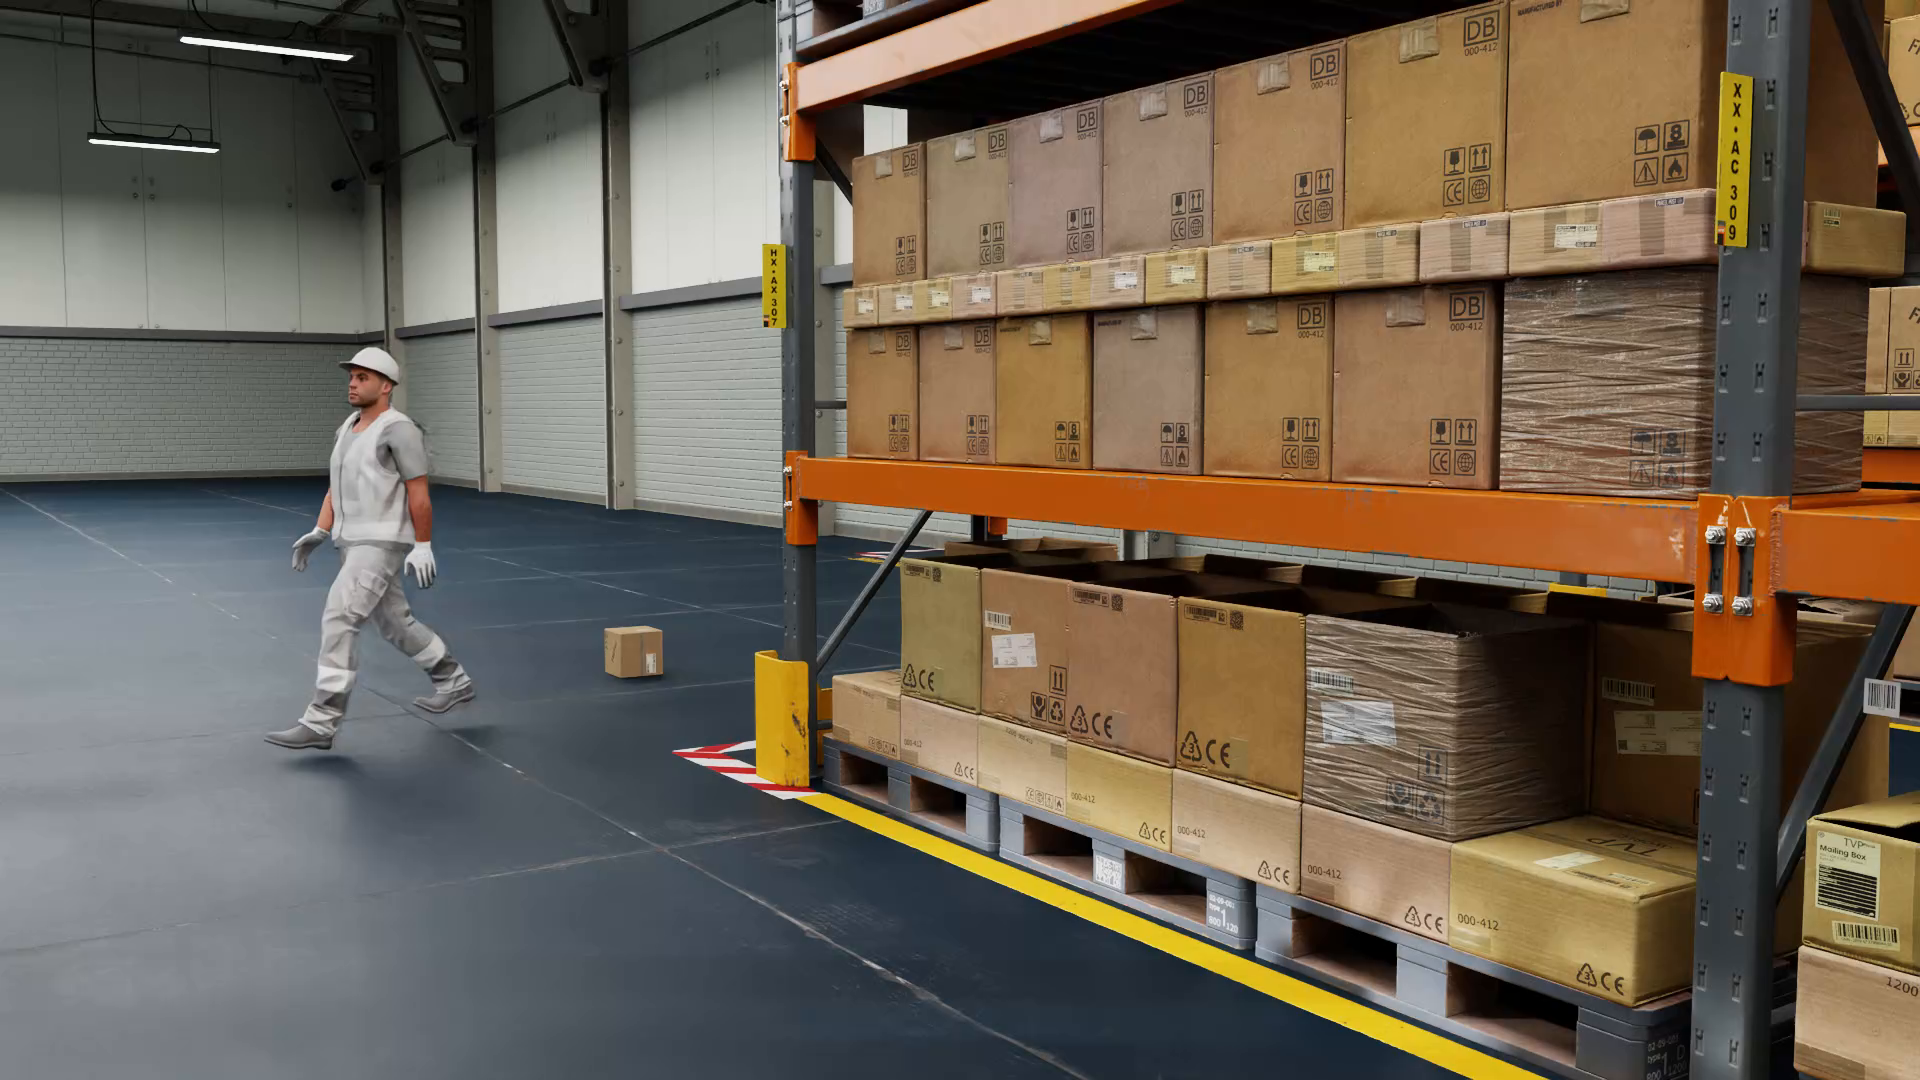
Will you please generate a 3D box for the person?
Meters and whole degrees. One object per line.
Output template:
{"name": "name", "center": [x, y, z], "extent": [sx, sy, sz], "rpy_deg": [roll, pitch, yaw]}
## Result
{"name": "person", "center": [-2.629, 0.018, 7.398], "extent": [0.527, 1.743, 1.073], "rpy_deg": [4, 6, 44]}
